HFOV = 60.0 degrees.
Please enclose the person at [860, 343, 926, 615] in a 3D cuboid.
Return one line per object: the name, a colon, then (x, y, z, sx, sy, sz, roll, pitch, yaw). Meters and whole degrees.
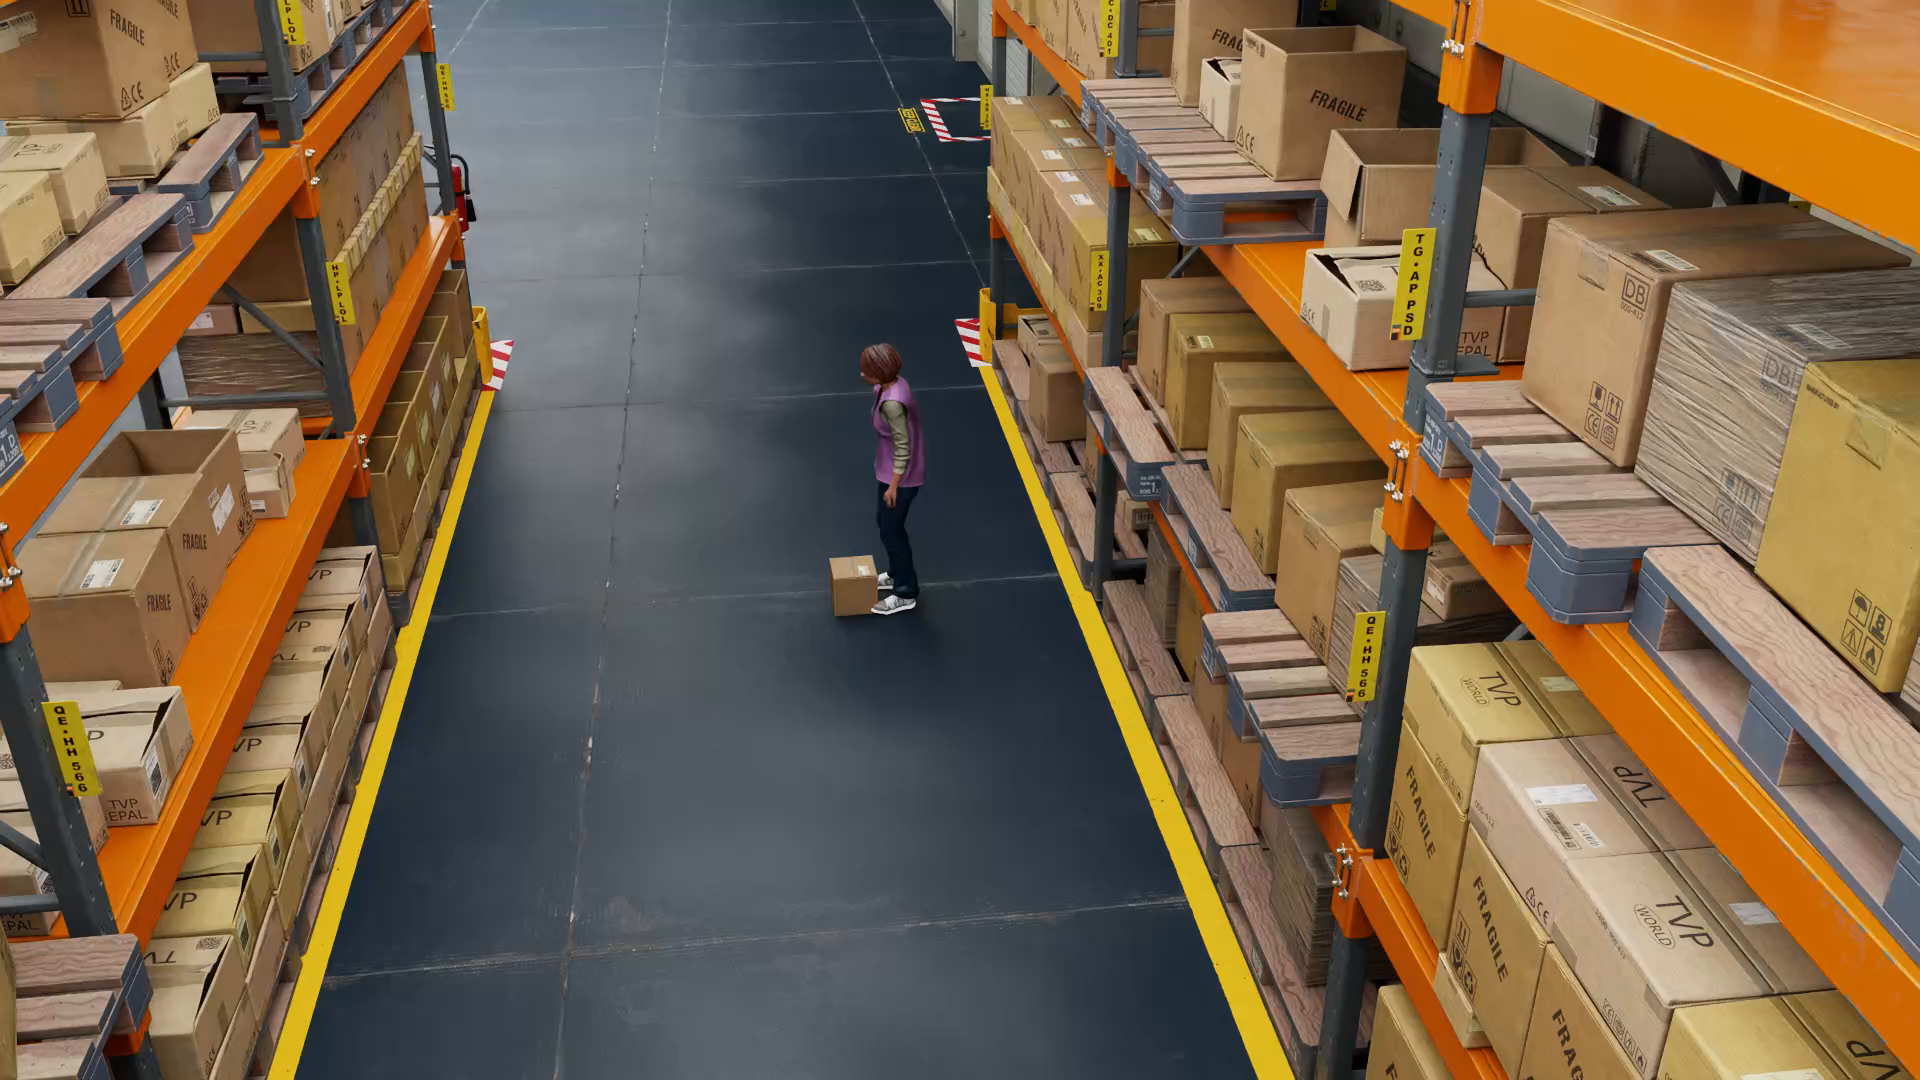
person: (-0.371, -0.353, 9.310, 0.347, 1.591, 0.459, -4, 28, -7)
